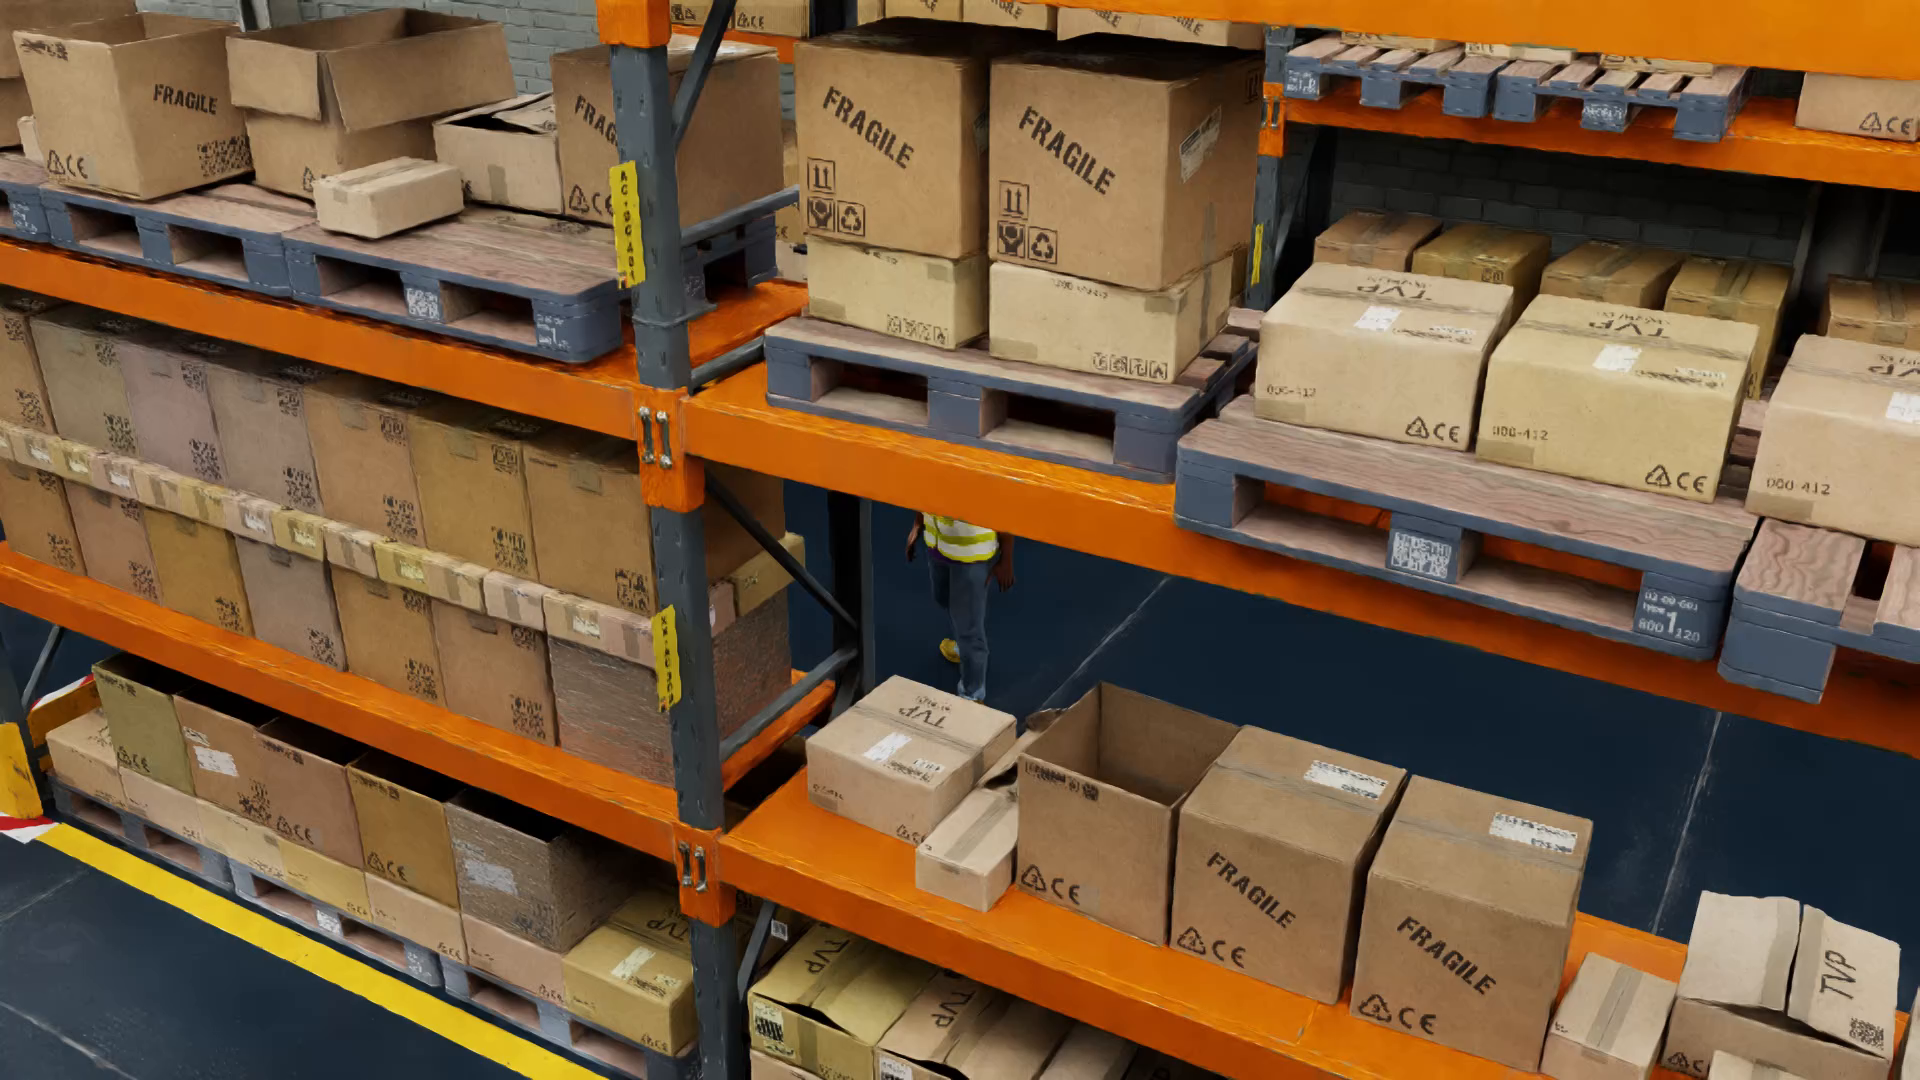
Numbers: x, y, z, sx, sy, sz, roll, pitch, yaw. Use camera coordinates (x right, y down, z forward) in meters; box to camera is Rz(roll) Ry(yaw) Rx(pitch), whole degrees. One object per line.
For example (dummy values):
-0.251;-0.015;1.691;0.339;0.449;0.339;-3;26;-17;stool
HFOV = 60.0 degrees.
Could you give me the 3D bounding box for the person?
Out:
-0.016;-0.006;8.185;0.494;1.763;0.724;-18;31;-31;person
